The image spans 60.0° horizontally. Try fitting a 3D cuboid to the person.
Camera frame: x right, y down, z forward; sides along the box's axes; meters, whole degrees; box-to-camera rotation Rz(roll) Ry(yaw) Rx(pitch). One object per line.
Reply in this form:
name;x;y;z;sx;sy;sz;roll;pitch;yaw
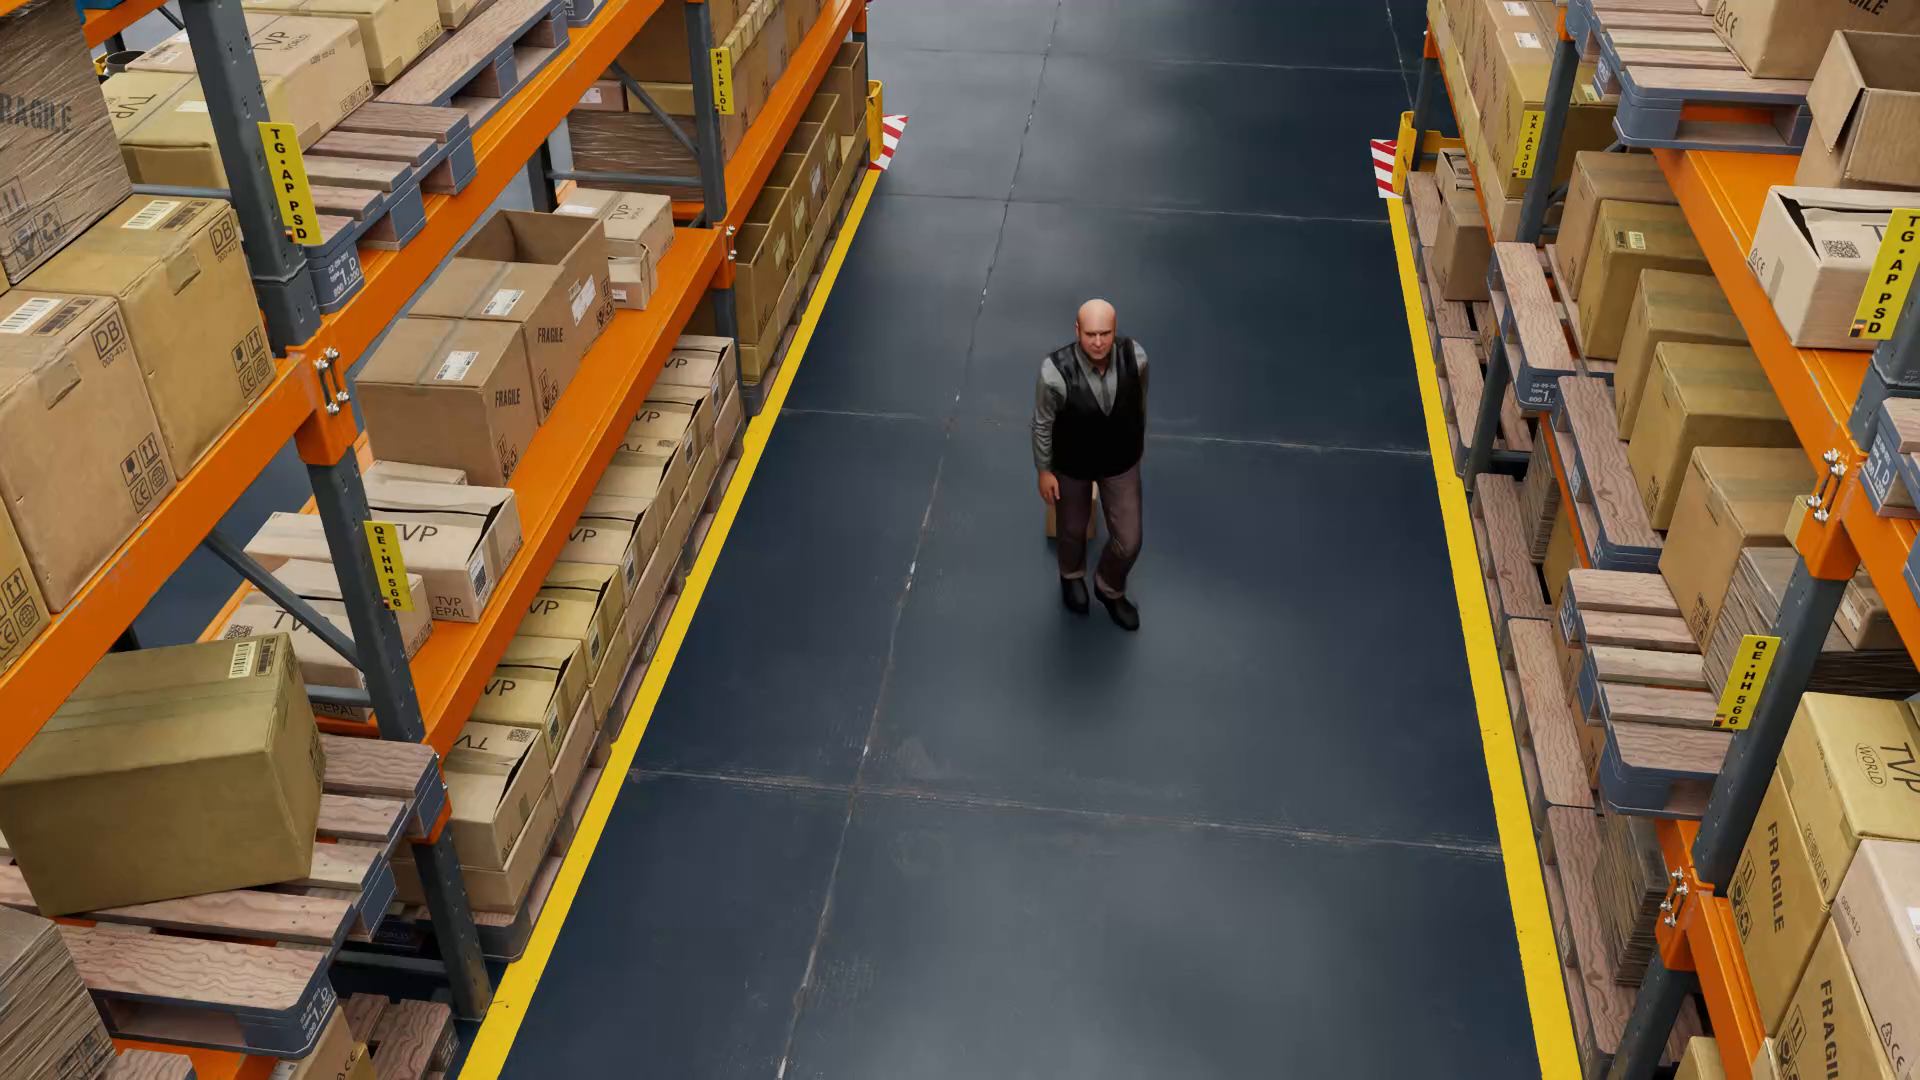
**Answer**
person;0.581;-0.354;7.543;0.563;1.728;0.551;-5;36;-7
